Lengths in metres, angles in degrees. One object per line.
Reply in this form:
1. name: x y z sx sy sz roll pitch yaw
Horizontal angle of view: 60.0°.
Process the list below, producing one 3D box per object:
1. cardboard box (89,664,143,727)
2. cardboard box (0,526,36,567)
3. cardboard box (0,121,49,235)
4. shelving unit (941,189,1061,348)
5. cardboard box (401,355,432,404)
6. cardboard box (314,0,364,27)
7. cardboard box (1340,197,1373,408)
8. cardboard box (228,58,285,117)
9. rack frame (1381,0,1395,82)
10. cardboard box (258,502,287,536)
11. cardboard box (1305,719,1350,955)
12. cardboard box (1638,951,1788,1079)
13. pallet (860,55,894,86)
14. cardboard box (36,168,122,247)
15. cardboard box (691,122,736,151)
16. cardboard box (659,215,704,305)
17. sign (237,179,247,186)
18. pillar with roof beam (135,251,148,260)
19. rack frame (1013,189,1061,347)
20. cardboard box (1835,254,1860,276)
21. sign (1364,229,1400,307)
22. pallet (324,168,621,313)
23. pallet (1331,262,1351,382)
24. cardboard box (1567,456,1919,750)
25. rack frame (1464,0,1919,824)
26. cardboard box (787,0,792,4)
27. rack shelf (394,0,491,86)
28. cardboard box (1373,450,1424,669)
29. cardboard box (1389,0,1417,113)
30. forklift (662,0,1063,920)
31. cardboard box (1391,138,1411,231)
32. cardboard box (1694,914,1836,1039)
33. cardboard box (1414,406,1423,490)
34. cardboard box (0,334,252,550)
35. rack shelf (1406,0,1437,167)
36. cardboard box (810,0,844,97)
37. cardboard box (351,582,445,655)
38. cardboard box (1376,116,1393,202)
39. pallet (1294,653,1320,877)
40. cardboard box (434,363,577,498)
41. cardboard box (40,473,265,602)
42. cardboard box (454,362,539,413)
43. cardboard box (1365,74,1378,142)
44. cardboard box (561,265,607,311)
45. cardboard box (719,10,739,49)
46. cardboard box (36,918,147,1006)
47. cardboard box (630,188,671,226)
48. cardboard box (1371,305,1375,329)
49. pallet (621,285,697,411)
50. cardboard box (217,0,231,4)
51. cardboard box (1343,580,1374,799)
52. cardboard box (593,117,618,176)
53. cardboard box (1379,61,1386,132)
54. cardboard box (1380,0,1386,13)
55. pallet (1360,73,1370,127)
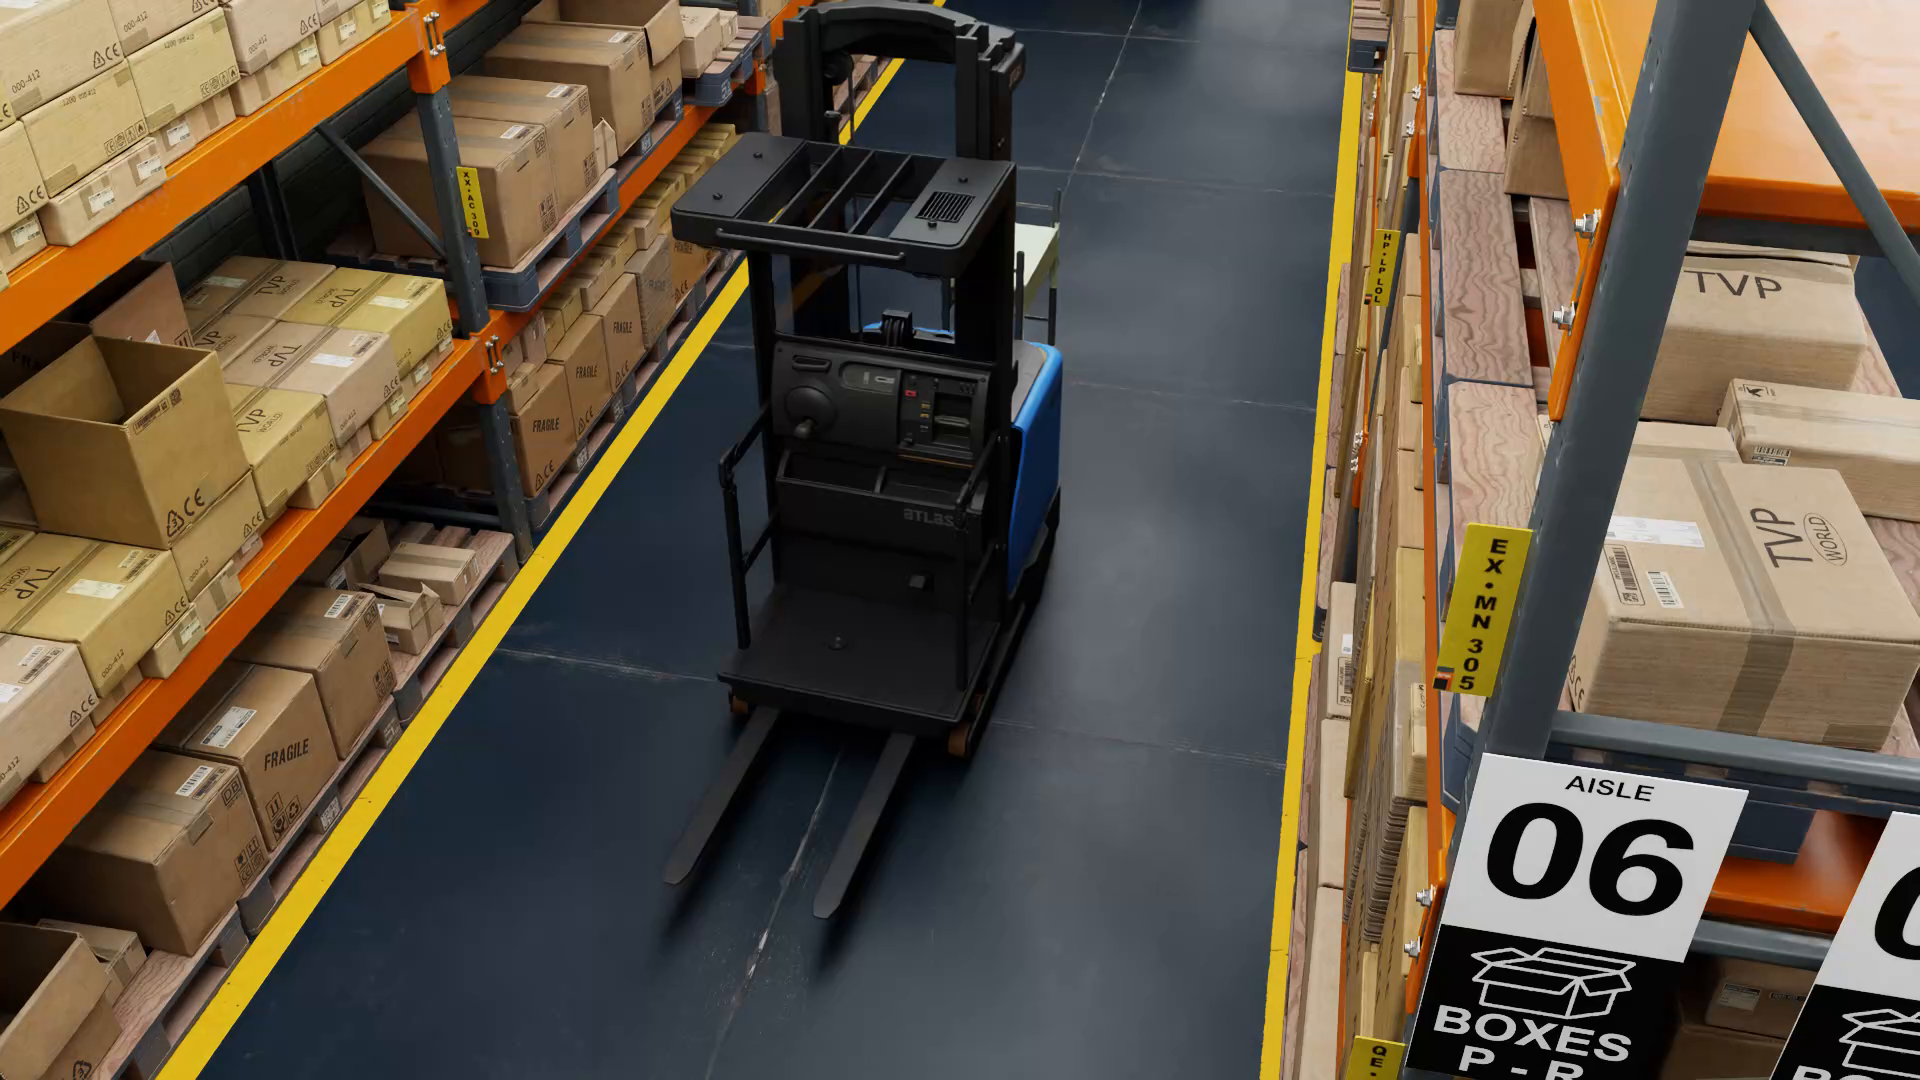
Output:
1. cardboard box: -2.982 0.460 5.543 0.380 0.149 0.250 8 37 11
2. cardboard box: -3.456 0.174 5.598 0.500 0.250 0.500 8 37 11
3. cardboard box: -2.945 -0.971 4.622 0.500 0.250 0.500 6 36 9
4. shelving unit: 0.212 -0.987 8.604 0.431 1.500 0.755 10 37 13
5. cardboard box: -2.518 -0.715 7.165 0.380 0.149 0.250 8 37 11
6. cardboard box: -2.521 -2.150 6.249 0.500 0.250 0.500 7 37 10
7. cardboard box: 2.619 -1.270 9.169 0.875 0.875 0.875 8 37 11
8. cardboard box: -2.628 -1.620 5.858 0.380 0.149 0.250 7 37 10
9. rack frame: 3.042 -2.857 9.906 1.000 3.000 0.127 7 37 10
10. cardboard box: -2.824 -0.133 6.361 0.380 0.149 0.250 8 37 11
11. cardboard box: 1.758 1.164 6.184 0.875 0.438 0.875 6 36 9
12. cardboard box: 1.714 1.045 3.585 0.500 0.500 0.500 7 36 9
13. pallet: -1.073 -4.214 14.154 1.003 0.211 1.213 7 37 10
14. cardboard box: -2.799 -1.024 5.034 0.380 0.149 0.250 7 37 10
15. cardboard box: -1.666 -2.583 10.747 0.380 0.149 0.250 6 36 8
16. cardboard box: -1.914 -1.779 10.191 0.500 0.500 0.500 9 37 12
17. sign: -3.205 -1.720 7.351 0.100 0.325 0.005 7 37 10
18. pillar with roof beam: 0.514 -2.787 4.697 9.100 9.000 0.400 7 37 10
19. rack frame: 0.314 -1.193 8.888 0.400 1.500 0.023 10 37 13
20. cardboard box: 1.911 -0.873 4.084 0.500 0.500 0.500 8 37 11
21. sign: 1.656 -1.063 6.511 0.100 0.325 0.005 7 37 10
22. pallet: -2.385 -1.550 8.267 1.003 0.211 1.213 7 37 10
23. pallet: 2.800 -1.285 10.113 1.003 0.211 1.213 7 37 10
24. cardboard box: 1.342 0.096 2.960 0.500 0.250 0.500 4 36 6
25. rack frame: 1.333 -0.699 1.817 1.000 3.000 0.127 7 37 10
26. cardboard box: -1.362 -3.928 11.511 0.500 0.250 0.500 7 36 9
27. rack shelf: -2.235 -3.253 8.510 1.077 0.370 4.000 7 37 10
28. cardboard box: 1.505 0.104 4.884 0.500 0.500 0.500 7 37 10
29. cardboard box: 2.476 -2.470 8.435 0.500 0.500 0.500 8 37 11
30. forklift: -0.393 -0.501 6.714 1.130 2.935 3.031 10 37 13
31. cardboard box: 2.038 -1.297 6.816 0.500 0.500 0.500 8 37 11
32. cardboard box: 1.680 0.853 3.297 0.380 0.149 0.250 8 37 11
33. cardboard box: 1.523 -0.252 4.822 0.380 0.149 0.250 7 37 10
34. cardboard box: -2.836 -0.340 5.669 0.500 0.500 0.500 8 37 11
35. rack shelf: 2.615 -2.633 7.655 1.077 0.370 4.000 7 37 10
36. cardboard box: -1.386 -3.803 12.877 0.875 0.625 0.625 6 36 8
37. cardboard box: -2.570 0.314 7.502 0.396 0.266 0.258 9 37 12
38. cardboard box: 2.341 -1.869 8.245 0.500 0.250 0.500 8 37 11
39. pallet: 1.949 0.992 6.972 1.003 0.211 1.213 7 37 10
40. cardboard box: -2.339 -0.591 8.551 0.500 0.500 0.500 9 37 12
41. cardboard box: -2.855 -0.052 5.911 0.500 0.250 0.500 6 36 9
42. cardboard box: -2.326 -0.776 8.255 0.380 0.149 0.250 9 37 12
43. cardboard box: 3.490 -3.144 12.183 0.950 0.372 0.625 8 37 12
44. cardboard box: -2.163 -1.391 9.103 0.380 0.149 0.250 7 37 10
45. cardboard box: -1.573 -3.120 10.126 0.380 0.149 0.250 8 37 11
46. cardboard box: -3.165 1.516 5.943 0.380 0.149 0.250 6 36 8
47. cardboard box: -1.947 -1.988 9.926 0.380 0.149 0.250 7 36 9
48. cardboard box: 2.147 -1.083 7.587 0.500 0.250 0.500 7 36 9
49. pallet: -2.267 -1.227 10.033 1.003 0.211 1.213 7 37 10
50. cardboard box: -2.635 -2.049 5.683 0.500 0.250 0.500 7 36 9
51. cardboard box: 1.498 0.500 5.189 0.500 0.500 0.500 8 37 11
52. cardboard box: -1.991 -2.048 8.546 0.396 0.266 0.258 9 37 12
53. cardboard box: 2.692 -2.547 9.606 0.500 0.250 0.500 7 36 9
54. cardboard box: 2.879 -3.455 10.588 0.380 0.149 0.250 7 37 10
55. pallet: 3.732 -3.574 13.272 1.003 0.211 1.213 7 37 10
